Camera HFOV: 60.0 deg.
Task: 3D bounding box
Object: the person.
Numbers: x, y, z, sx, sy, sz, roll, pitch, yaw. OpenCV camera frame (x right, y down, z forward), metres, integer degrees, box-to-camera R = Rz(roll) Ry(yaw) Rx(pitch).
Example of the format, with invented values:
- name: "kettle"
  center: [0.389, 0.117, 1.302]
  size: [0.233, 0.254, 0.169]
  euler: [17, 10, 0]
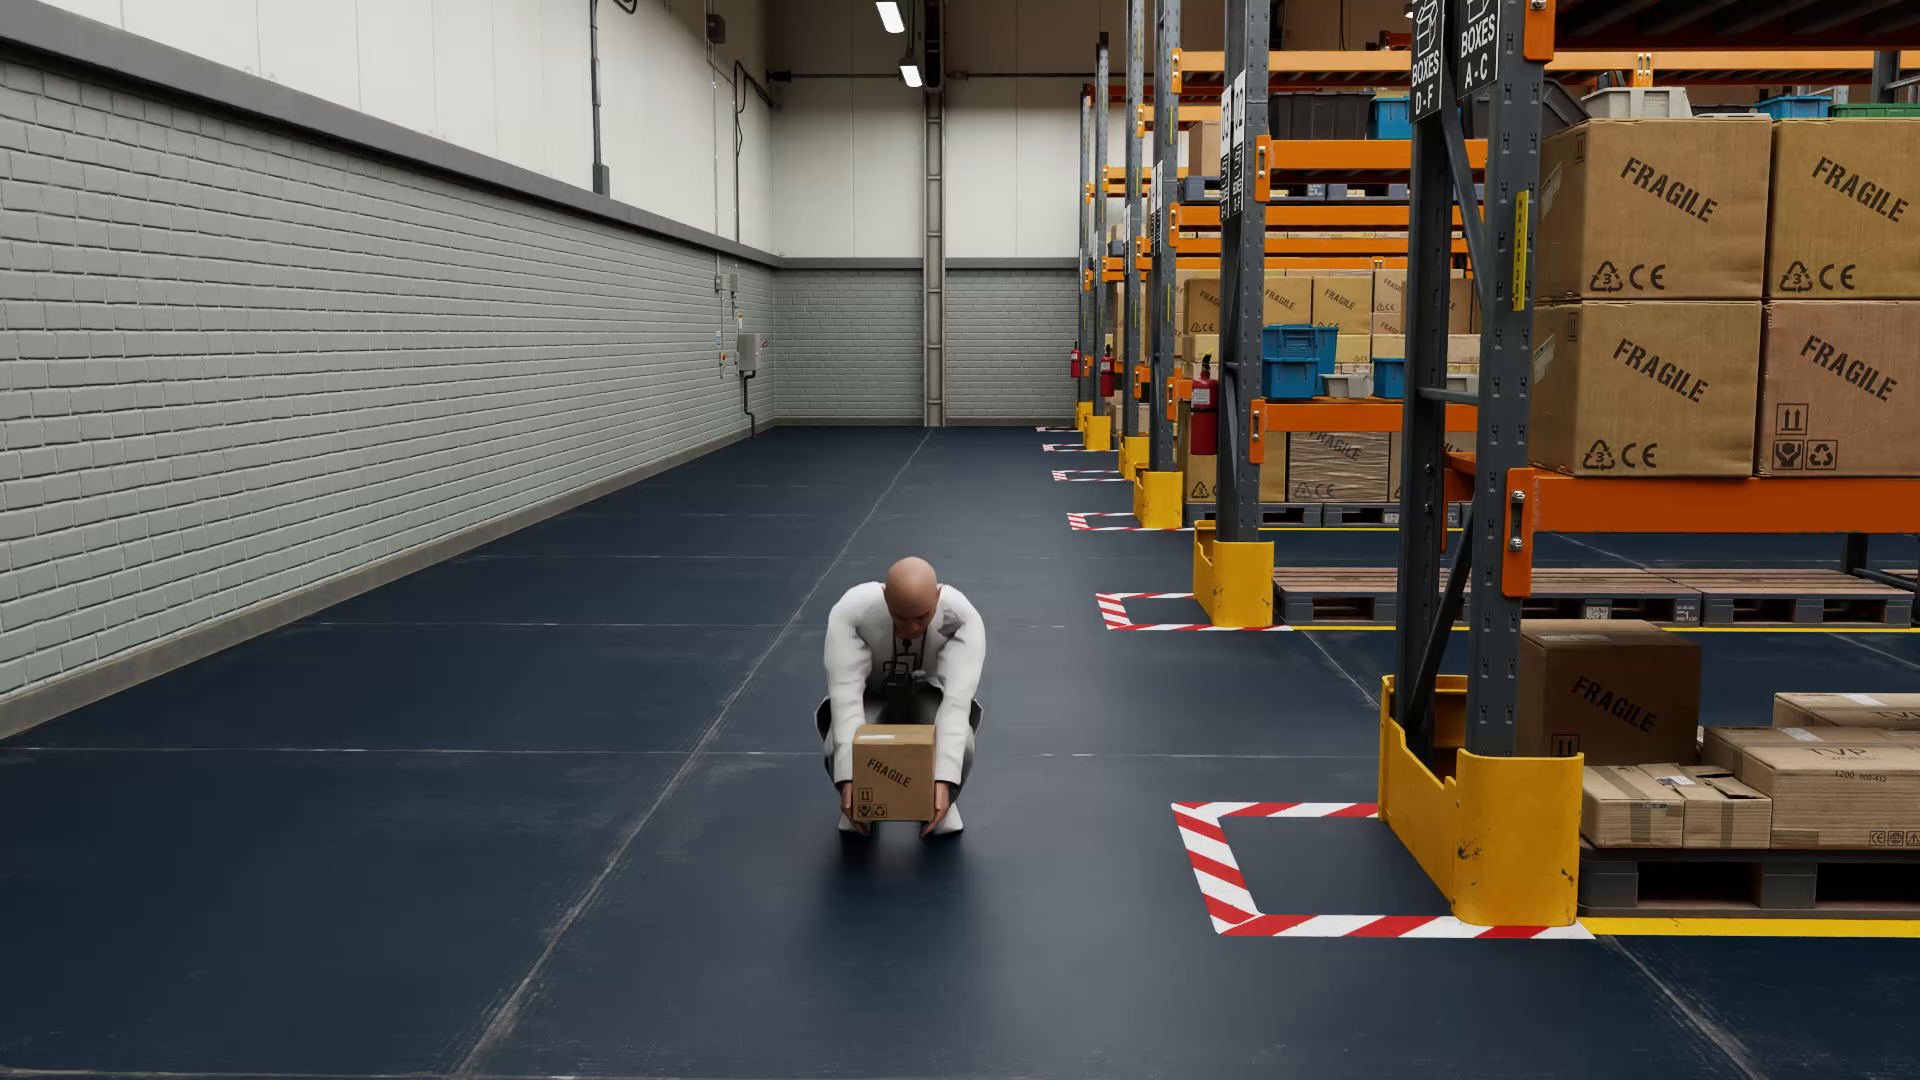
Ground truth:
- name: "person"
  center: [-0.208, 0.523, 5.614]
  size: [0.586, 1.003, 0.924]
  euler: [0, 7, 0]
